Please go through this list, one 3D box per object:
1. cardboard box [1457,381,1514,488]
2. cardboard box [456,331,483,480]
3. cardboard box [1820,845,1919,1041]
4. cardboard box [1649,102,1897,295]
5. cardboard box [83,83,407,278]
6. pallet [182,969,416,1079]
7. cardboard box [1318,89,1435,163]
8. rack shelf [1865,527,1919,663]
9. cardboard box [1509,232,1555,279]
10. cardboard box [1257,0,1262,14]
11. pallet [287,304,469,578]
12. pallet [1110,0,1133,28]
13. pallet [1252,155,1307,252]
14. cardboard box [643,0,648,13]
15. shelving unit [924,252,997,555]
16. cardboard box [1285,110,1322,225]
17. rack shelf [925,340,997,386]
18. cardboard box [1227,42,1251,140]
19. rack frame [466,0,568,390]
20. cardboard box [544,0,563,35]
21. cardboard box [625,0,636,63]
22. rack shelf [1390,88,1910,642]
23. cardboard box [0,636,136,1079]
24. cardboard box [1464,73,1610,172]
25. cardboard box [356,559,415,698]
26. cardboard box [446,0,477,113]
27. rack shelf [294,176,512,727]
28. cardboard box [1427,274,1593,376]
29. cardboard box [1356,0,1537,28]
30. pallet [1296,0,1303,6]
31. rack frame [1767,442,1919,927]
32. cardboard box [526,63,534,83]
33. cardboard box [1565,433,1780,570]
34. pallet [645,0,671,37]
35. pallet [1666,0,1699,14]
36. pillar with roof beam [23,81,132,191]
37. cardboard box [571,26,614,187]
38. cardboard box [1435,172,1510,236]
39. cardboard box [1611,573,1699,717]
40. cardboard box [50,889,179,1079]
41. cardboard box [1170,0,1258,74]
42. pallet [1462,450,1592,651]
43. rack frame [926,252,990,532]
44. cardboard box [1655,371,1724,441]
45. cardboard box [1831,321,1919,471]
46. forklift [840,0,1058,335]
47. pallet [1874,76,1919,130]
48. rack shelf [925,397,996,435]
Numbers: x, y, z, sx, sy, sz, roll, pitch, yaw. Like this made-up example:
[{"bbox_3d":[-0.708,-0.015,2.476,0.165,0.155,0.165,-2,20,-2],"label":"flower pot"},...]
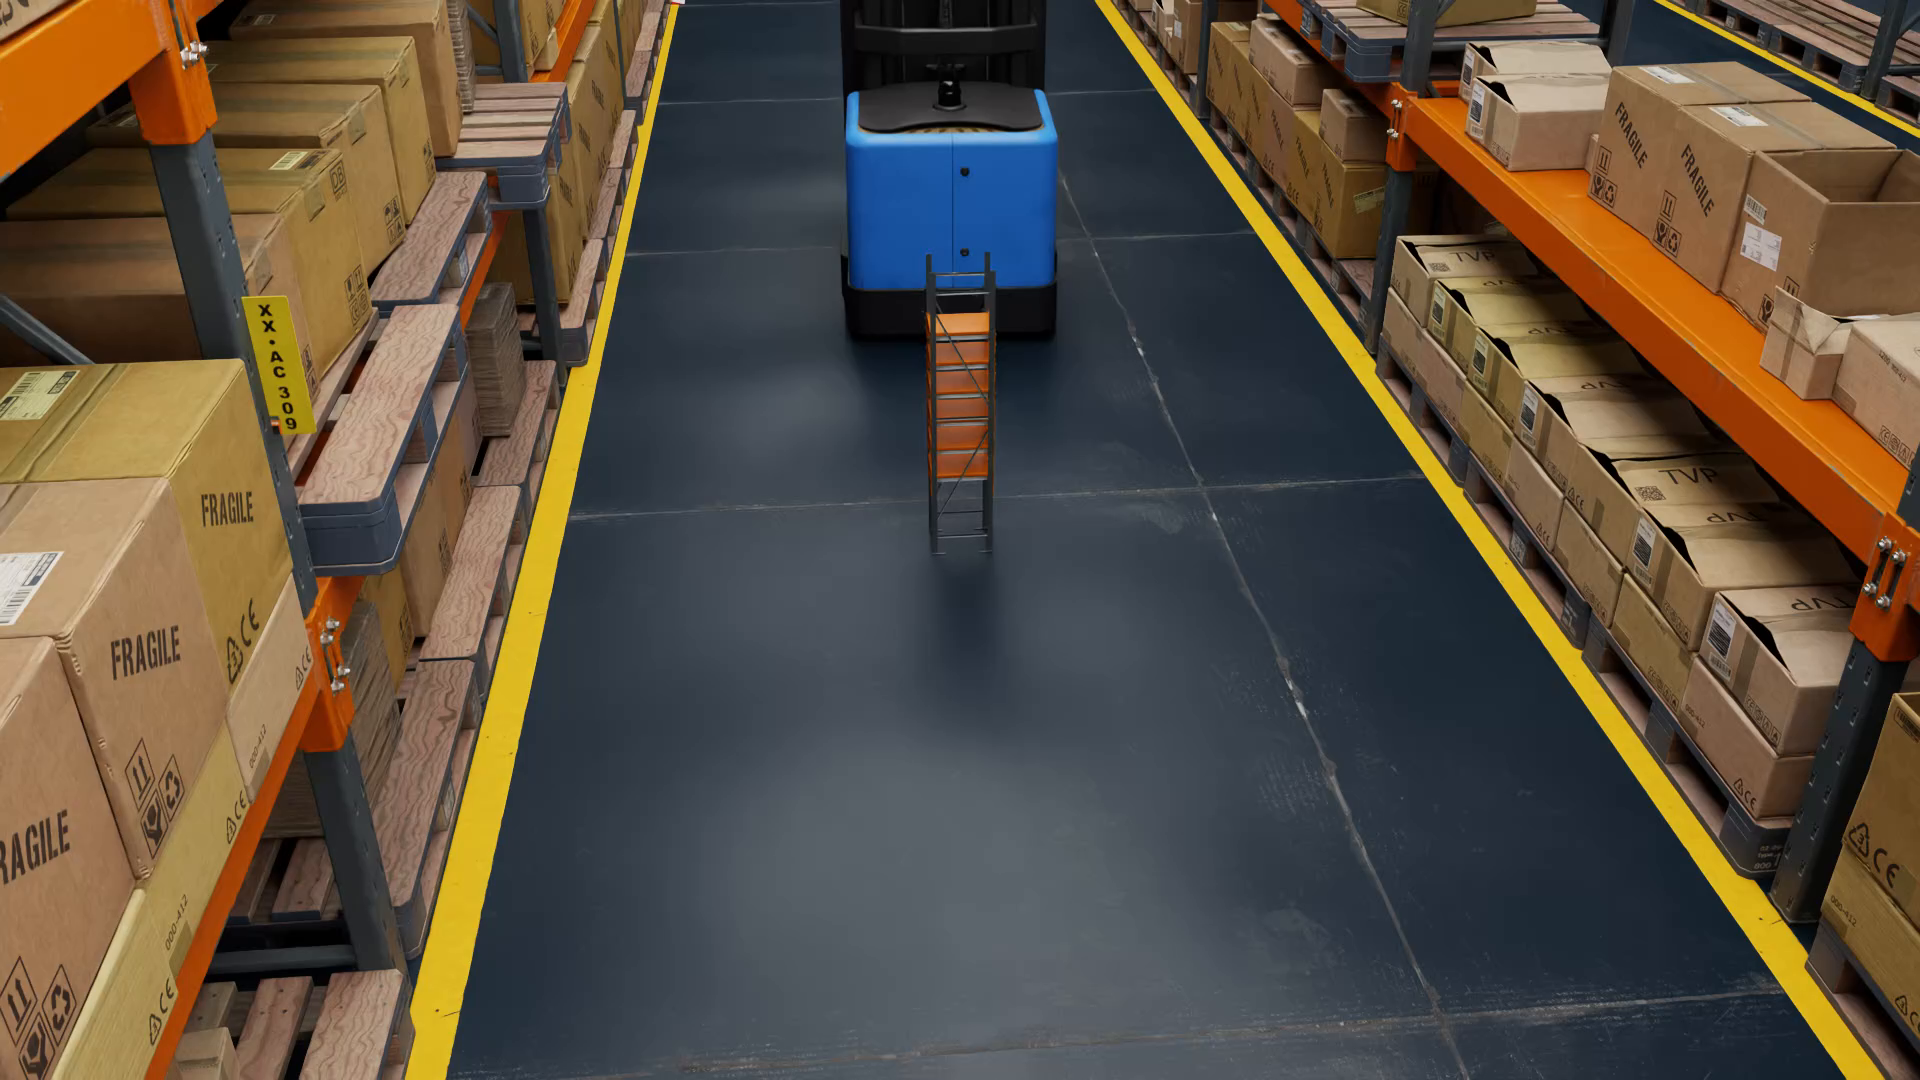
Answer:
[{"bbox_3d":[2.398,-0.453,6.855,0.500,0.250,0.500,-4,31,-6],"label":"cardboard box"},{"bbox_3d":[-2.341,-0.499,6.669,0.700,0.500,0.500,-3,31,-5],"label":"cardboard box"},{"bbox_3d":[2.654,1.037,4.360,0.500,0.250,0.500,-3,31,-5],"label":"cardboard box"},{"bbox_3d":[2.761,-1.174,5.694,0.500,0.500,0.500,-3,31,-5],"label":"cardboard box"},{"bbox_3d":[-2.171,-1.088,5.120,0.700,0.500,0.500,1,31,2],"label":"cardboard box"},{"bbox_3d":[-1.921,1.564,3.926,1.003,0.211,1.213,-3,31,-5],"label":"pallet"},{"bbox_3d":[2.208,-2.189,8.766,0.500,0.250,0.500,-2,31,-3],"label":"cardboard box"},{"bbox_3d":[3.099,1.116,2.658,1.077,0.370,4.000,-3,31,-5],"label":"rack shelf"},{"bbox_3d":[2.833,-1.241,7.628,0.500,0.311,0.500,-2,31,-3],"label":"cardboard box"},{"bbox_3d":[1.984,-4.374,13.154,0.797,0.503,0.637,-3,31,-5],"label":"cardboard box"},{"bbox_3d":[-1.946,-0.290,4.497,1.003,0.211,1.213,-3,31,-5],"label":"pallet"},{"bbox_3d":[1.874,-4.698,14.409,1.003,0.211,1.213,-3,31,-5],"label":"pallet"},{"bbox_3d":[2.396,-2.063,9.999,1.003,0.211,1.213,-3,31,-5],"label":"pallet"},{"bbox_3d":[-2.929,-4.600,13.555,0.700,0.500,0.500,-3,31,-5],"label":"cardboard box"},{"bbox_3d":[0.001,-0.508,6.430,0.258,1.200,0.189,-3,31,-5],"label":"shelving unit"},{"bbox_3d":[2.170,-2.102,9.353,0.500,0.500,0.500,-4,31,-6],"label":"cardboard box"},{"bbox_3d":[0.001,-0.676,6.330,0.258,0.103,0.180,-3,31,-5],"label":"rack shelf"},{"bbox_3d":[2.028,-2.884,10.661,0.500,0.500,0.500,-2,31,-4],"label":"cardboard box"},{"bbox_3d":[-2.393,-2.017,7.202,1.000,3.000,0.127,-3,31,-5],"label":"rack frame"},{"bbox_3d":[-2.223,-2.724,7.979,0.500,0.500,0.500,-2,31,-3],"label":"cardboard box"},{"bbox_3d":[-2.778,-3.810,12.231,0.700,0.500,0.500,-3,31,-5],"label":"cardboard box"},{"bbox_3d":[2.726,-0.926,6.077,1.077,0.370,4.000,-3,31,-5],"label":"rack shelf"},{"bbox_3d":[-1.578,0.498,2.387,0.500,0.500,0.500,-4,31,-6],"label":"cardboard box"},{"bbox_3d":[2.429,-1.752,6.845,0.500,0.311,0.500,-3,31,-5],"label":"cardboard box"},{"bbox_3d":[-2.203,0.273,5.376,0.700,0.500,0.500,-3,31,-6],"label":"cardboard box"},{"bbox_3d":[-2.339,-2.009,6.662,0.700,0.500,0.500,-6,31,-10],"label":"cardboard box"},{"bbox_3d":[-2.206,-0.687,5.677,1.077,0.370,4.000,-3,31,-5],"label":"rack shelf"},{"bbox_3d":[2.353,-0.948,7.136,0.500,0.311,0.500,-3,31,-6],"label":"cardboard box"},{"bbox_3d":[2.368,-2.796,7.998,0.700,0.500,0.500,-13,33,-21],"label":"cardboard box"},{"bbox_3d":[2.352,-3.166,9.313,1.003,0.211,1.213,-3,31,-5],"label":"pallet"},{"bbox_3d":[2.912,-0.214,4.183,1.000,3.000,0.127,-3,31,-5],"label":"rack frame"},{"bbox_3d":[-2.208,-2.226,7.777,0.380,0.149,0.250,-2,31,-4],"label":"cardboard box"},{"bbox_3d":[2.490,-0.168,5.831,0.500,0.311,0.500,-3,31,-5],"label":"cardboard box"},{"bbox_3d":[-2.988,-4.500,14.078,1.003,0.211,1.213,-3,31,-5],"label":"pallet"},{"bbox_3d":[6.762,-4.956,14.841,1.003,0.211,1.213,-3,31,-5],"label":"pallet"},{"bbox_3d":[1.153,-4.094,4.828,9.100,9.000,0.400,-3,31,-5],"label":"pillar with roof beam"},{"bbox_3d":[-2.491,-2.537,9.759,0.750,0.750,0.750,-2,31,-3],"label":"cardboard box"},{"bbox_3d":[2.781,-1.618,8.542,0.500,0.500,0.500,-1,31,-2],"label":"cardboard box"},{"bbox_3d":[2.540,0.330,5.544,0.500,0.250,0.500,-3,31,-5],"label":"cardboard box"},{"bbox_3d":[-1.573,0.819,2.580,0.500,0.250,0.500,-3,31,-5],"label":"cardboard box"},{"bbox_3d":[1.829,-3.691,12.014,0.500,0.500,0.500,-3,31,-5],"label":"cardboard box"},{"bbox_3d":[2.688,-0.015,6.570,1.003,0.211,1.213,-3,31,-5],"label":"pallet"},{"bbox_3d":[-0.007,-0.554,6.508,0.240,1.200,0.006,-3,31,-5],"label":"rack frame"},{"bbox_3d":[2.977,-0.462,6.324,0.500,0.311,0.500,-2,31,-3],"label":"cardboard box"},{"bbox_3d":[2.823,-0.399,4.639,0.500,0.250,0.500,-1,31,-1],"label":"cardboard box"},{"bbox_3d":[-0.100,-3.008,8.928,1.130,2.935,3.031,-1,31,-2],"label":"forklift"},{"bbox_3d":[7.128,-2.941,11.467,1.003,0.211,1.213,-3,31,-5],"label":"pallet"},{"bbox_3d":[0.001,-0.470,6.453,0.258,0.103,0.180,-3,31,-5],"label":"rack shelf"}]
